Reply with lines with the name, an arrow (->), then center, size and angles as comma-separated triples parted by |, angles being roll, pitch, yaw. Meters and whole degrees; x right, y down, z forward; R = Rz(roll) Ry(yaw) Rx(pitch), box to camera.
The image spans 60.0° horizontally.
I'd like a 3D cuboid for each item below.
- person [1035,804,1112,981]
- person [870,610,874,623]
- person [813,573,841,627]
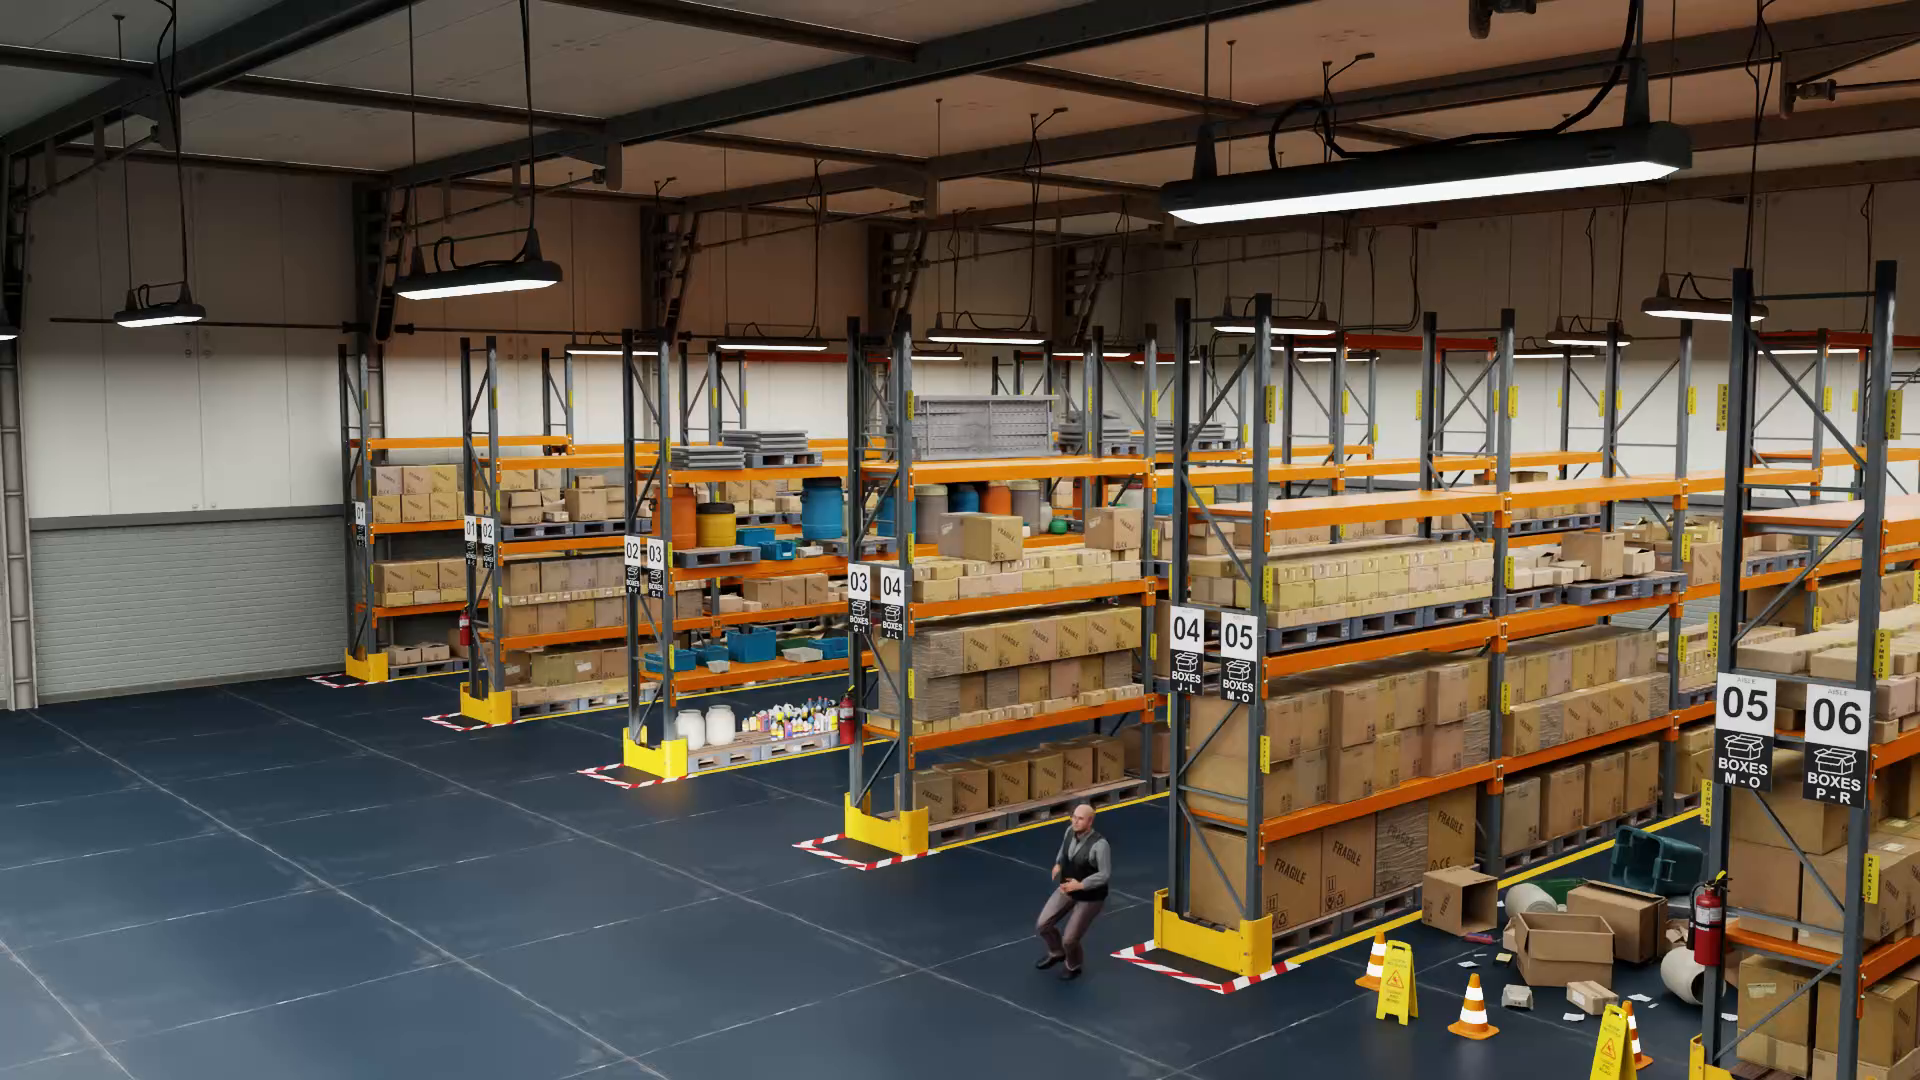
person -> 0.967, 3.084, 14.439 | 0.836, 1.640, 0.651 | 4, 7, 40
person -> -1.668, 1.175, 34.730 | 0.689, 1.792, 0.764 | 4, 6, 36
person -> -2.578, 1.430, 32.747 | 0.692, 1.604, 0.935 | 3, 6, 30
